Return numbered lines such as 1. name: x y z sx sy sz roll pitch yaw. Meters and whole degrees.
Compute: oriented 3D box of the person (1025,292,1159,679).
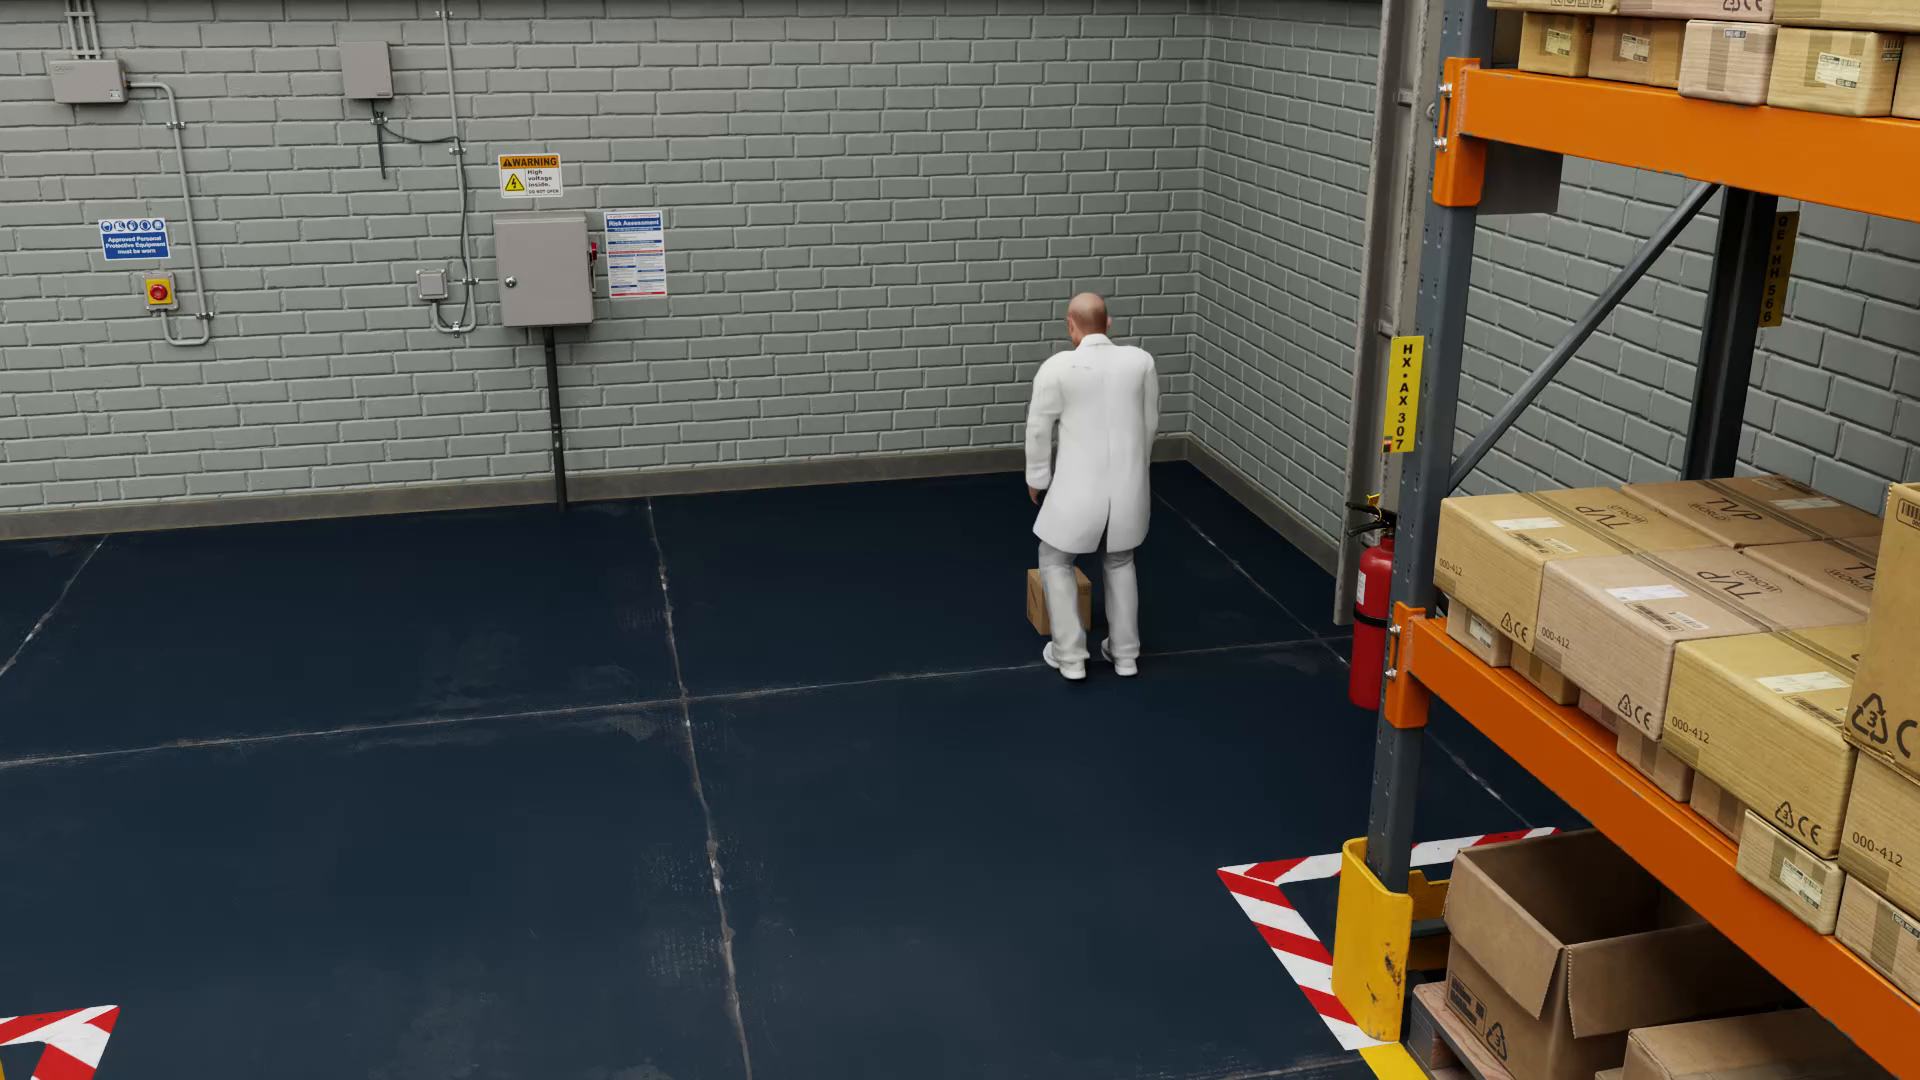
1. person: 0.575 -0.221 7.346 0.595 1.707 0.441 -4 20 -11
